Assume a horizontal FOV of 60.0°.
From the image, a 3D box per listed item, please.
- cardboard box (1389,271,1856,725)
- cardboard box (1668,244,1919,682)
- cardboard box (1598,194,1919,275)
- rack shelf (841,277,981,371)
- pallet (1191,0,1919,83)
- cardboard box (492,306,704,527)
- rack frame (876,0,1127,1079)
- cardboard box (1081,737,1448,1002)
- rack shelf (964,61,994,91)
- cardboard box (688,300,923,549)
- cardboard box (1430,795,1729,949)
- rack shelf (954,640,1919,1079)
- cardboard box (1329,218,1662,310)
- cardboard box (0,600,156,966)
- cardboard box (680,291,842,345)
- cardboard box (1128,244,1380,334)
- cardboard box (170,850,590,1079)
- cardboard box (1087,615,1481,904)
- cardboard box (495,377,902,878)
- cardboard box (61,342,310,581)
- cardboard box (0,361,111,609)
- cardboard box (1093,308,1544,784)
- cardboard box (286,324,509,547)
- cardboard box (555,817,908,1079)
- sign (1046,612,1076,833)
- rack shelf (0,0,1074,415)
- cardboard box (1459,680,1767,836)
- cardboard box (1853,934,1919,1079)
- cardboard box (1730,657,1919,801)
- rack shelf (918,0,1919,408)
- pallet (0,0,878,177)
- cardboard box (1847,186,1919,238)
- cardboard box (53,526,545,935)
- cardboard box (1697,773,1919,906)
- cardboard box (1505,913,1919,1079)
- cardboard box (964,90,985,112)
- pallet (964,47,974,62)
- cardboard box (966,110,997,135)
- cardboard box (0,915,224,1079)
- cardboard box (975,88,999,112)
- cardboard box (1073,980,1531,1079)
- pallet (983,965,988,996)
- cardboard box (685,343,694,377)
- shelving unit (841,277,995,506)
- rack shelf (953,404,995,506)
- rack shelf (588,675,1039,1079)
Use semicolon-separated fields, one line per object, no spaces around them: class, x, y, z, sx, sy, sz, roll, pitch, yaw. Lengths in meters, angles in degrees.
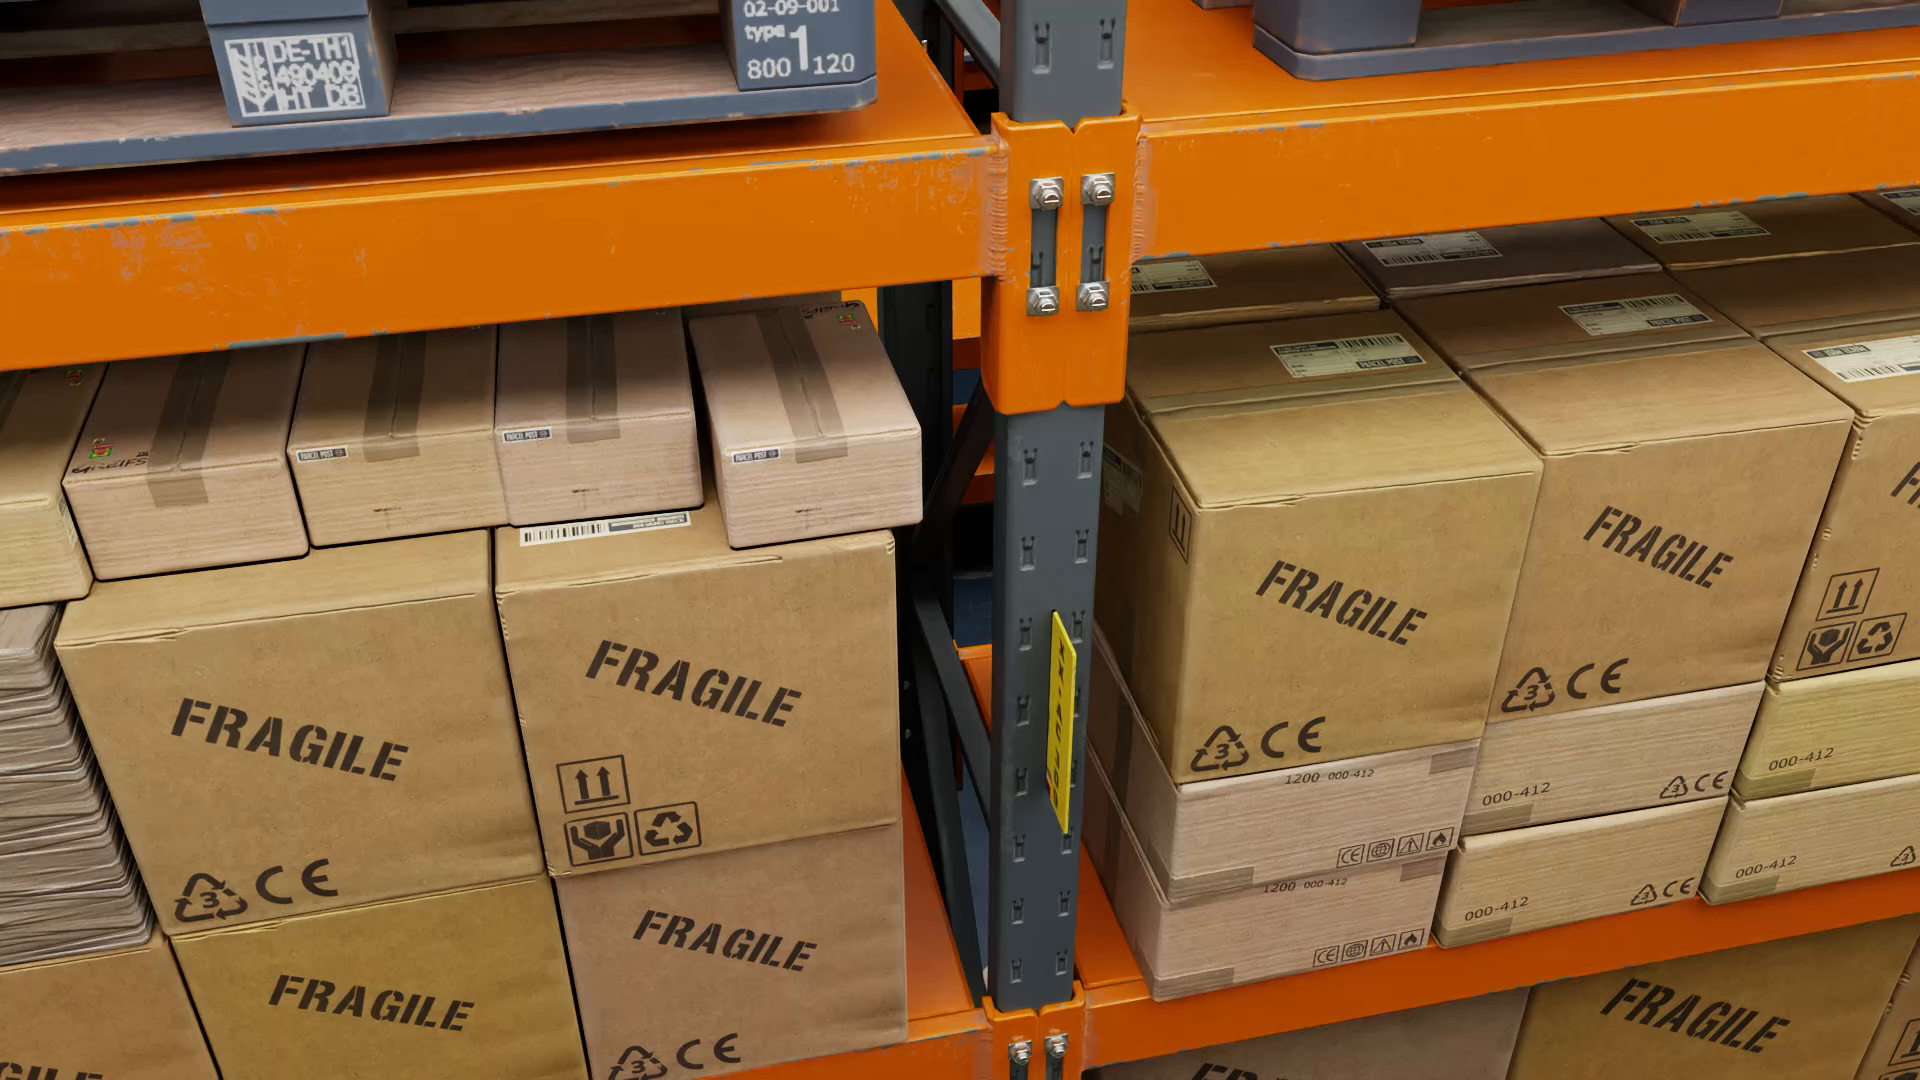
cardboard box;0.999;-0.082;2.694;0.500;0.500;0.500;-7;35;-11
cardboard box;1.489;-0.143;2.784;0.500;0.500;0.500;-8;35;-12
cardboard box;1.399;-0.418;3.193;0.500;0.500;0.500;-6;34;-9
rack shelf;-0.007;-0.709;5.772;1.000;0.278;0.538;-7;35;-11
pallet;0.900;-0.956;2.462;1.217;0.209;0.805;-9;35;-12
cardboard box;-0.495;-0.192;2.275;0.250;0.149;0.380;-6;34;-9
rack frame;0.016;0.350;3.037;0.127;3.000;1.000;-7;35;-11
cardboard box;0.504;0.501;2.945;0.500;0.250;0.500;-8;35;-12
rack shelf;0.868;-2.295;7.623;4.000;0.370;1.077;-7;35;-11
cardboard box;-0.214;-0.165;2.235;0.250;0.149;0.380;-8;35;-12
cardboard box;1.008;0.437;3.041;0.500;0.250;0.500;-8;35;-12
rack shelf;1.967;0.403;3.604;4.000;0.370;1.077;-7;35;-11
cardboard box;0.900;-0.366;3.116;0.500;0.500;0.500;-7;34;-10
cardboard box;-1.374;0.227;2.233;0.500;0.500;0.500;-7;34;-10
cardboard box;-0.349;-0.479;2.702;0.250;0.149;0.380;-8;35;-11
cardboard box;0.397;-0.298;3.016;0.500;0.500;0.500;-6;34;-9
cardboard box;-0.880;0.570;2.618;0.500;0.500;0.500;-8;35;-12
cardboard box;0.508;0.304;2.792;0.500;0.250;0.500;-8;35;-12
cardboard box;-0.383;0.101;2.420;0.500;0.500;0.500;-7;35;-11
cardboard box;-0.983;-0.126;2.176;0.250;0.149;0.380;-7;35;-11
cardboard box;-1.219;-0.075;2.101;0.250;0.149;0.380;-7;35;-11
cardboard box;0.509;-0.005;2.578;0.500;0.500;0.500;-7;34;-10
cardboard box;-0.740;-0.167;2.237;0.250;0.149;0.380;-7;35;-10
cardboard box;-0.380;0.504;2.717;0.500;0.500;0.500;-7;34;-10
sign;0.140;0.259;2.324;0.005;0.325;0.100;-7;35;-11
rack shelf;-1.934;-0.351;2.035;4.000;0.370;1.077;-7;35;-11
cardboard box;1.010;0.224;2.910;0.500;0.250;0.500;-7;34;-10
cardboard box;2.355;0.713;4.025;0.875;0.875;0.875;-7;34;-10
cardboard box;1.508;0.177;2.981;0.500;0.250;0.500;-7;34;-10
rack shelf;1.967;-0.843;2.768;4.000;0.370;1.077;-7;35;-11
pallet;-0.784;-0.764;2.084;1.213;0.211;1.003;-7;35;-11
cardboard box;1.900;-0.489;3.300;0.500;0.500;0.500;-7;34;-10
cardboard box;-0.880;0.159;2.334;0.500;0.500;0.500;-8;35;-11
cardboard box;1.511;0.383;3.122;0.500;0.250;0.500;-7;35;-11
cardboard box;1.483;0.823;3.862;0.875;0.875;0.875;-6;34;-9
cardboard box;-0.052;-2.071;7.928;0.250;0.149;0.380;-9;35;-13
pallet;-0.279;-2.307;7.168;1.213;0.211;1.003;-7;35;-11
cardboard box;0.091;-1.808;7.536;0.250;0.149;0.380;-8;35;-11
cardboard box;-1.367;0.640;2.514;0.500;0.500;0.500;-8;35;-11
cardboard box;0.228;-2.075;7.935;0.250;0.149;0.380;-6;34;-9
cardboard box;0.603;0.938;3.690;0.875;0.875;0.875;-6;34;-9
pallet;0.752;1.372;4.016;1.213;0.211;1.003;-7;35;-11
cardboard box;-0.502;-0.180;2.839;0.500;0.500;0.500;-7;34;-10
shelving unit;-0.007;-0.466;5.935;1.048;1.125;0.538;-7;35;-11
rack shelf;-0.007;-0.263;6.072;1.000;0.278;0.538;-7;35;-11
rack shelf;-1.934;0.894;2.871;4.000;0.370;1.077;-7;35;-11
